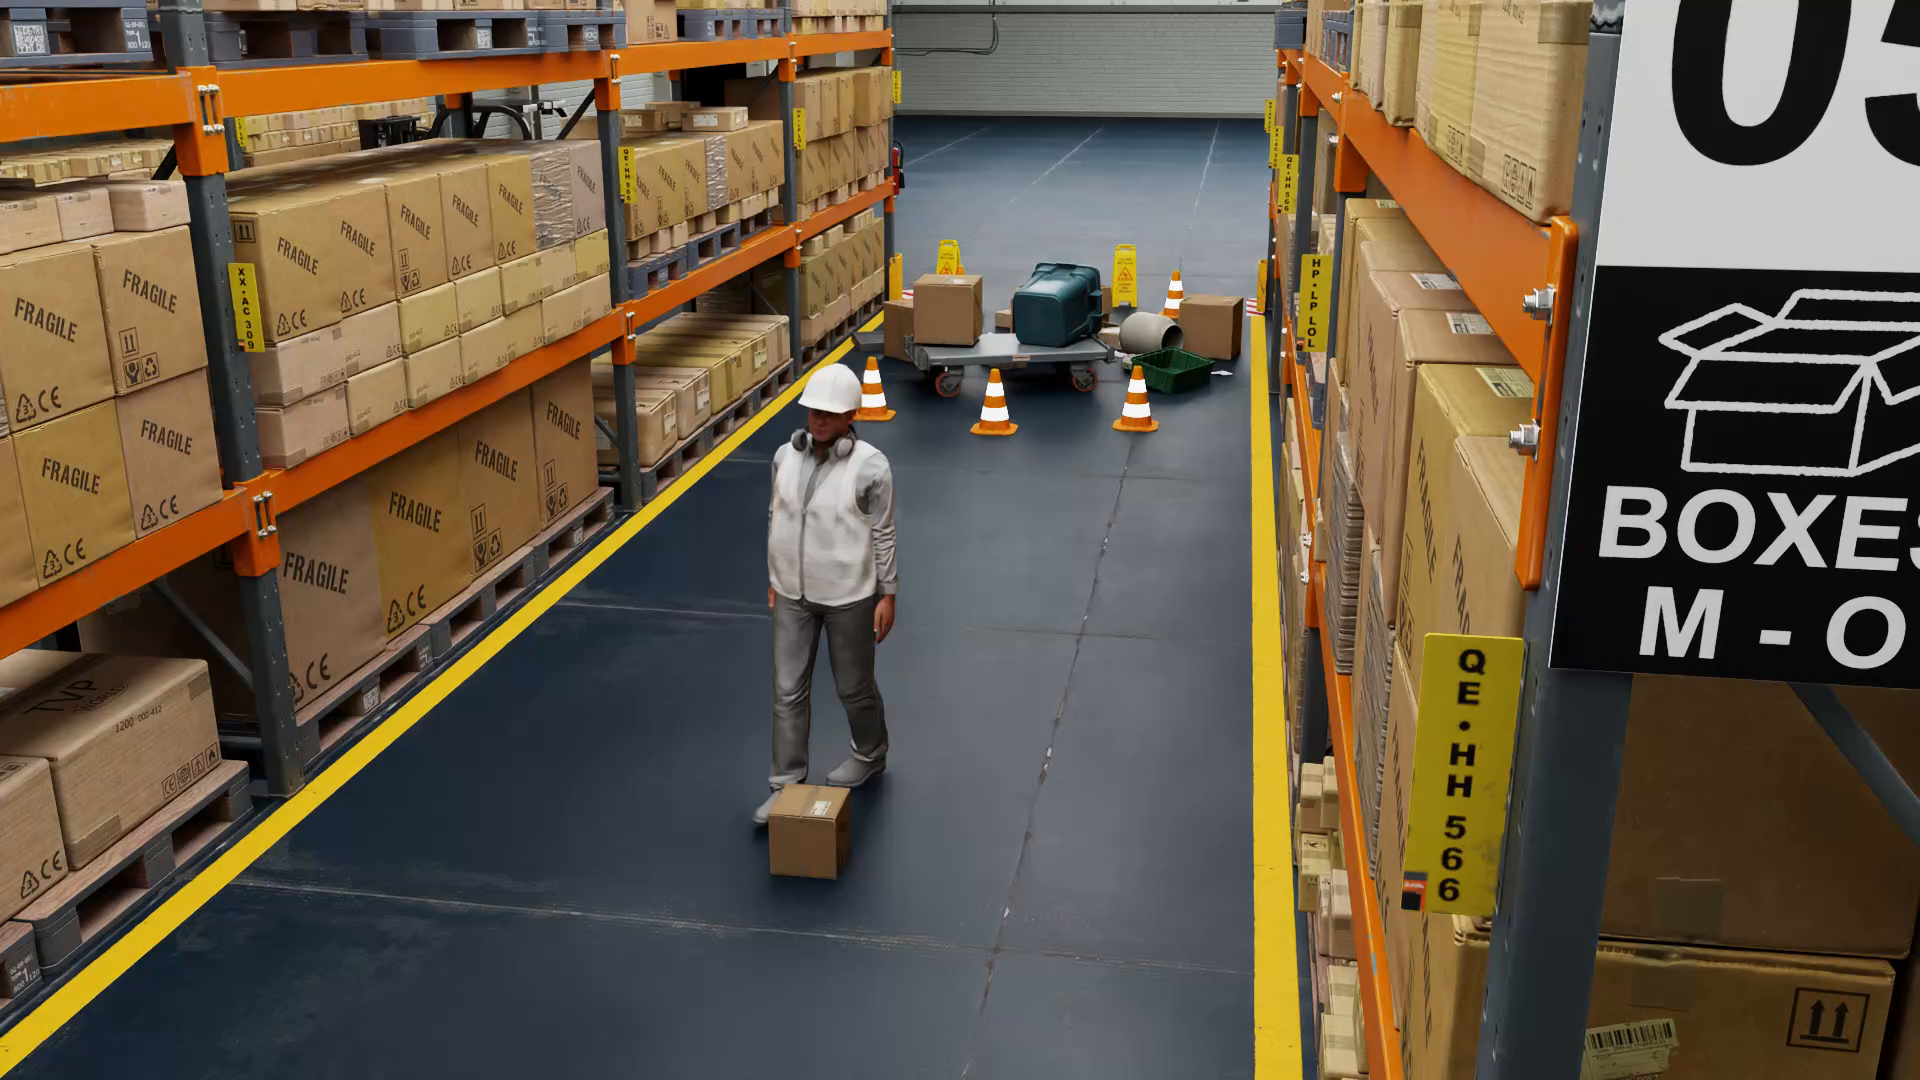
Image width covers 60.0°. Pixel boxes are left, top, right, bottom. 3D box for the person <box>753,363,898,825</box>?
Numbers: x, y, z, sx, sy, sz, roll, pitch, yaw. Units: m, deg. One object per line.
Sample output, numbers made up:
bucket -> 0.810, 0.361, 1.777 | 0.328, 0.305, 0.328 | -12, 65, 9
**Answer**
person -> -0.536, 0.205, 6.373 | 0.572, 1.763, 0.743 | 7, 19, 22
